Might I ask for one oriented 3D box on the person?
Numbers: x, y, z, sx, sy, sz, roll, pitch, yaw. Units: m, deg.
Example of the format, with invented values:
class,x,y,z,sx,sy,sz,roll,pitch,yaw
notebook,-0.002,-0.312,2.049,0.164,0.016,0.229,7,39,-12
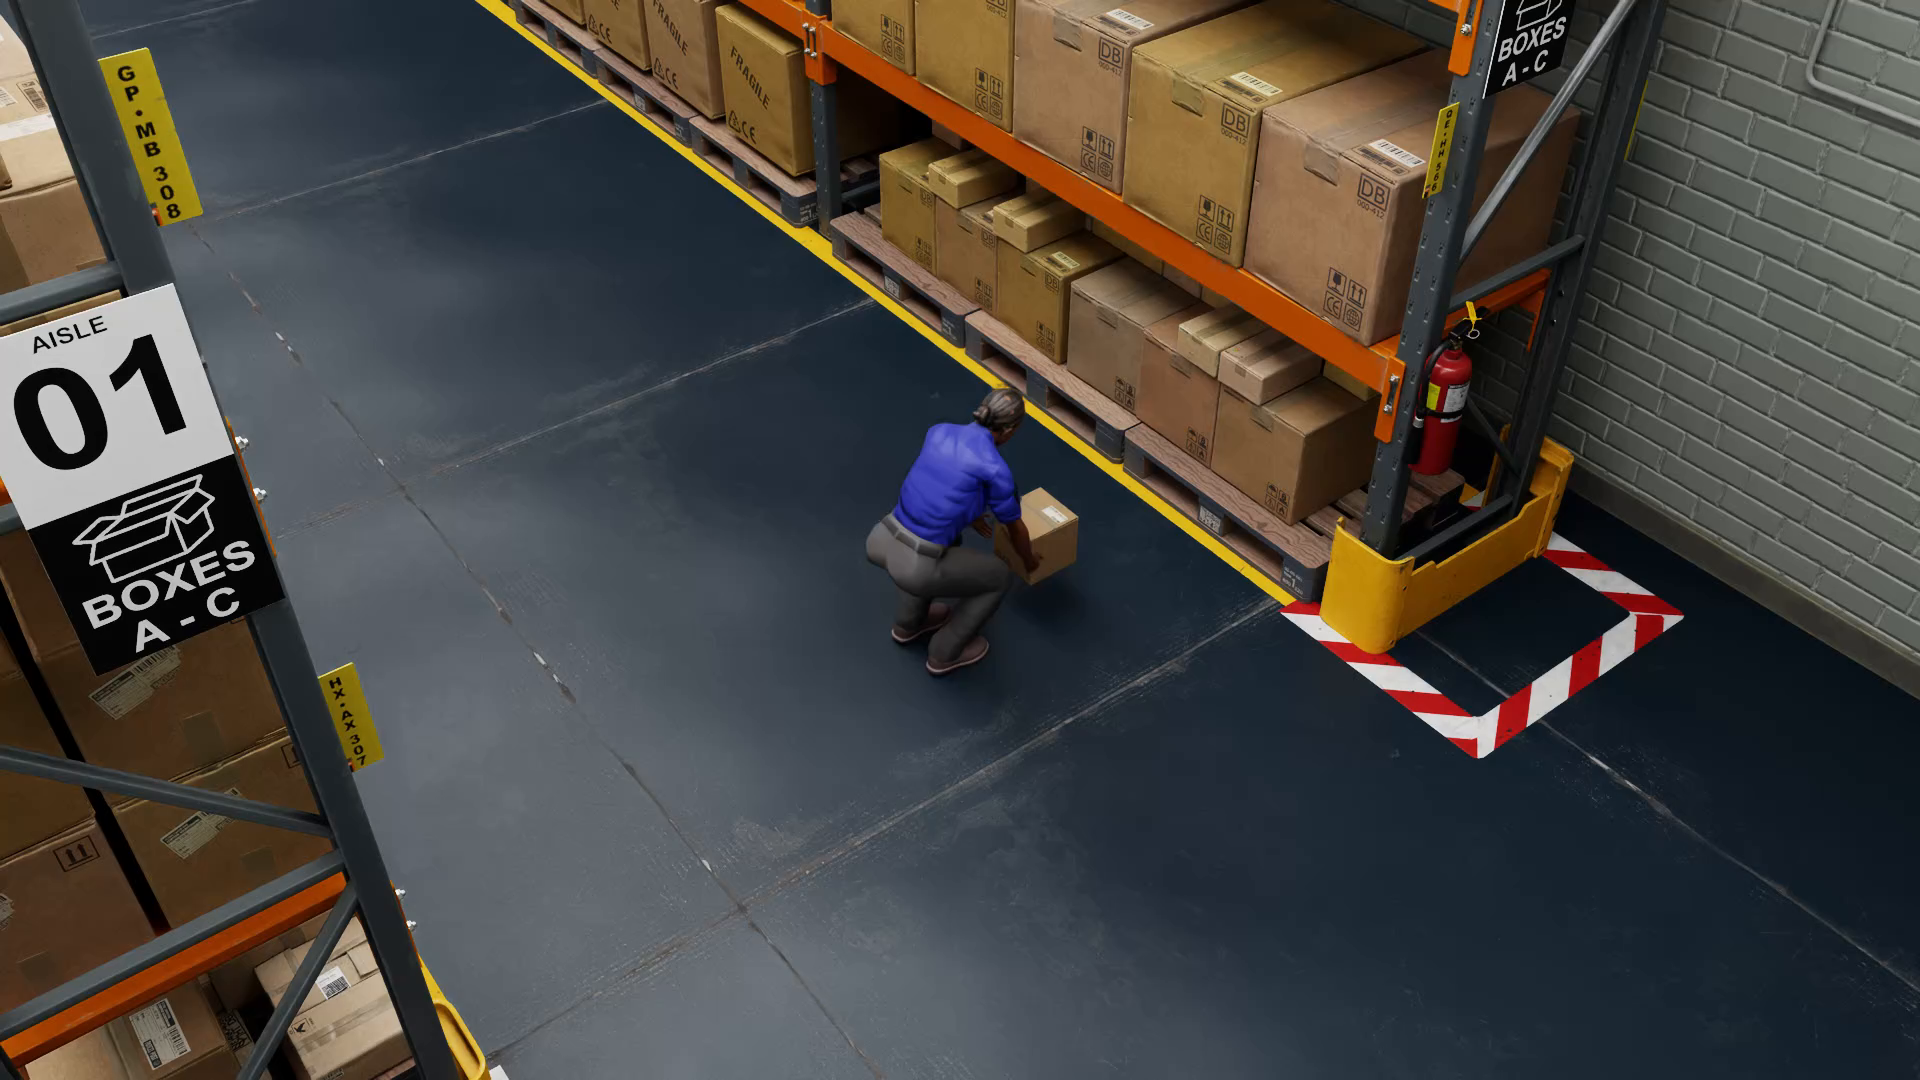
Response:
class,x,y,z,sx,sy,sz,roll,pitch,yaw
person,-0.039,-0.031,6.640,0.747,1.088,0.499,-27,47,-28
